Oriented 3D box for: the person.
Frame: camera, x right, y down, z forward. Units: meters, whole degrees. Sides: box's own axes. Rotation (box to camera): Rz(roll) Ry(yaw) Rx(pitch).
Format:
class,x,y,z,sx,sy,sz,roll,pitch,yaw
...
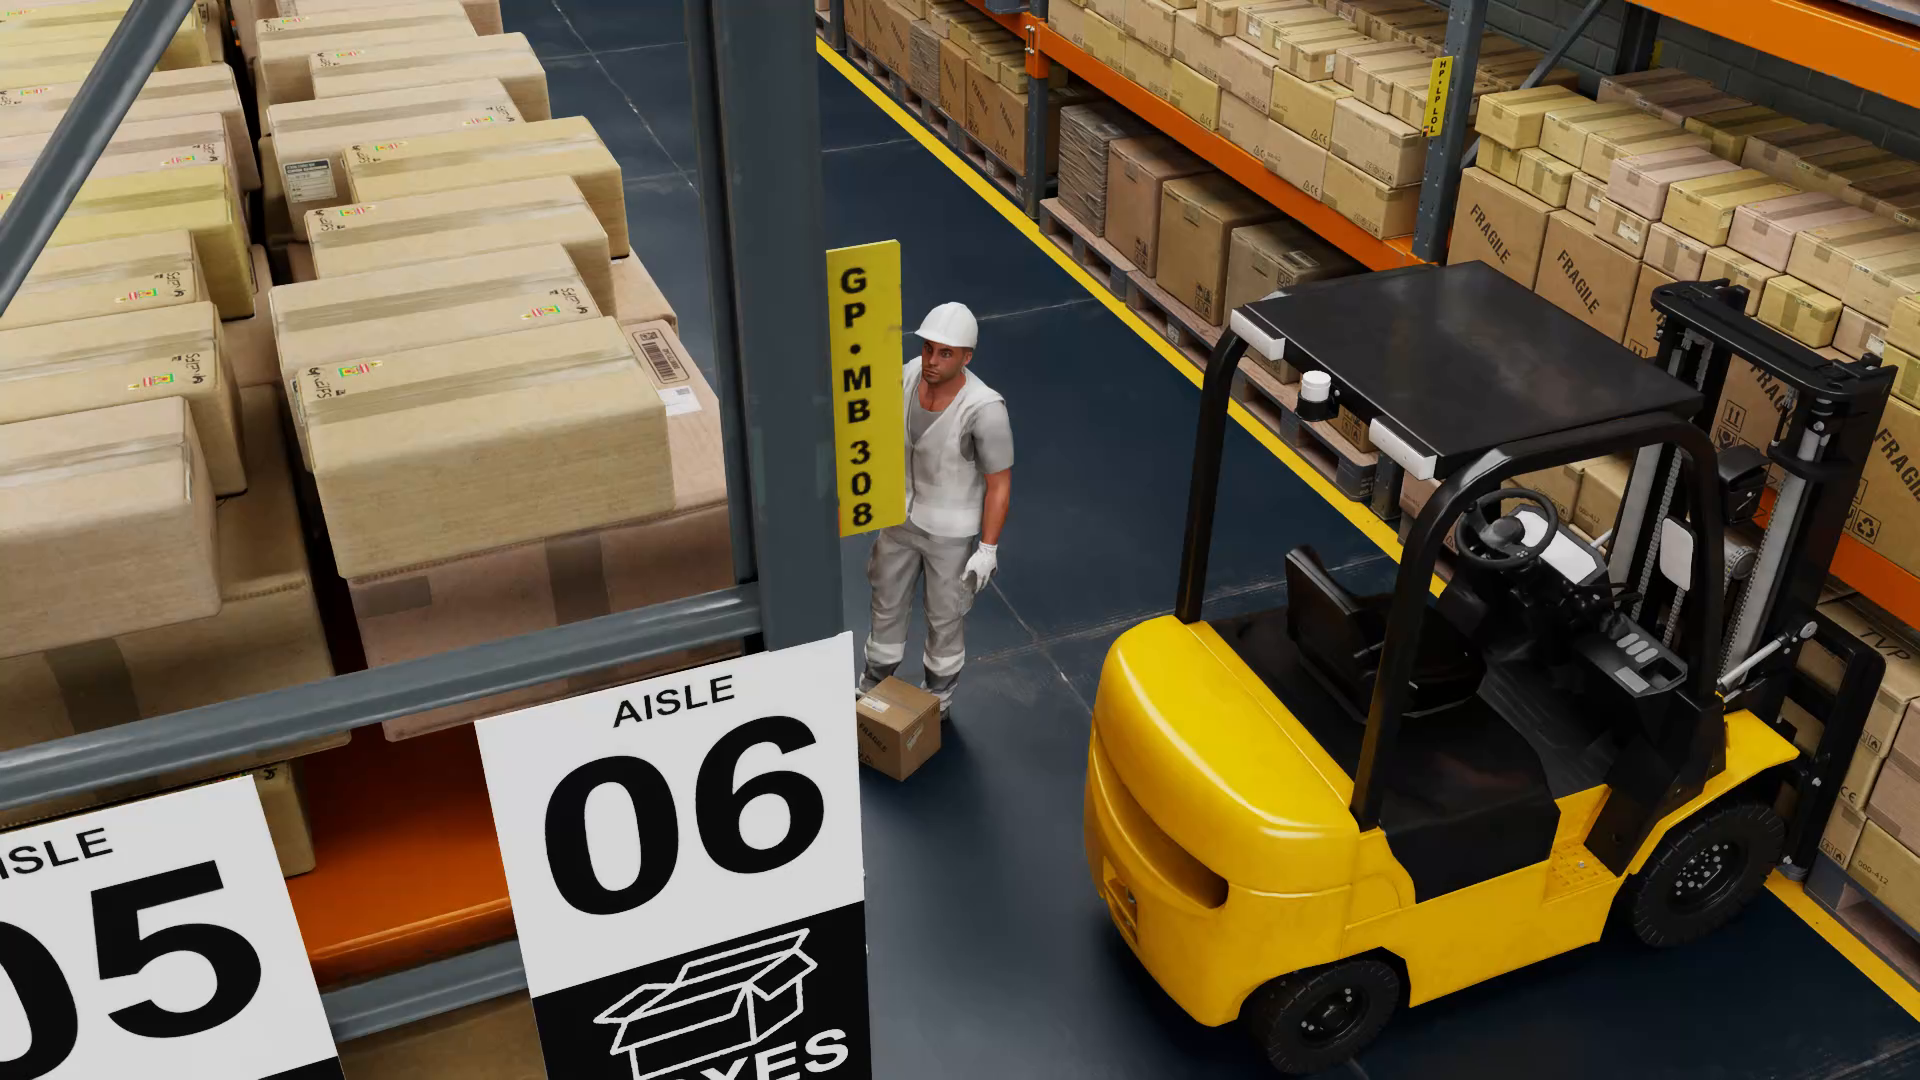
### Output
class,x,y,z,sx,sy,sz,roll,pitch,yaw
person,-0.157,-0.020,6.131,0.637,1.790,0.562,23,40,31
